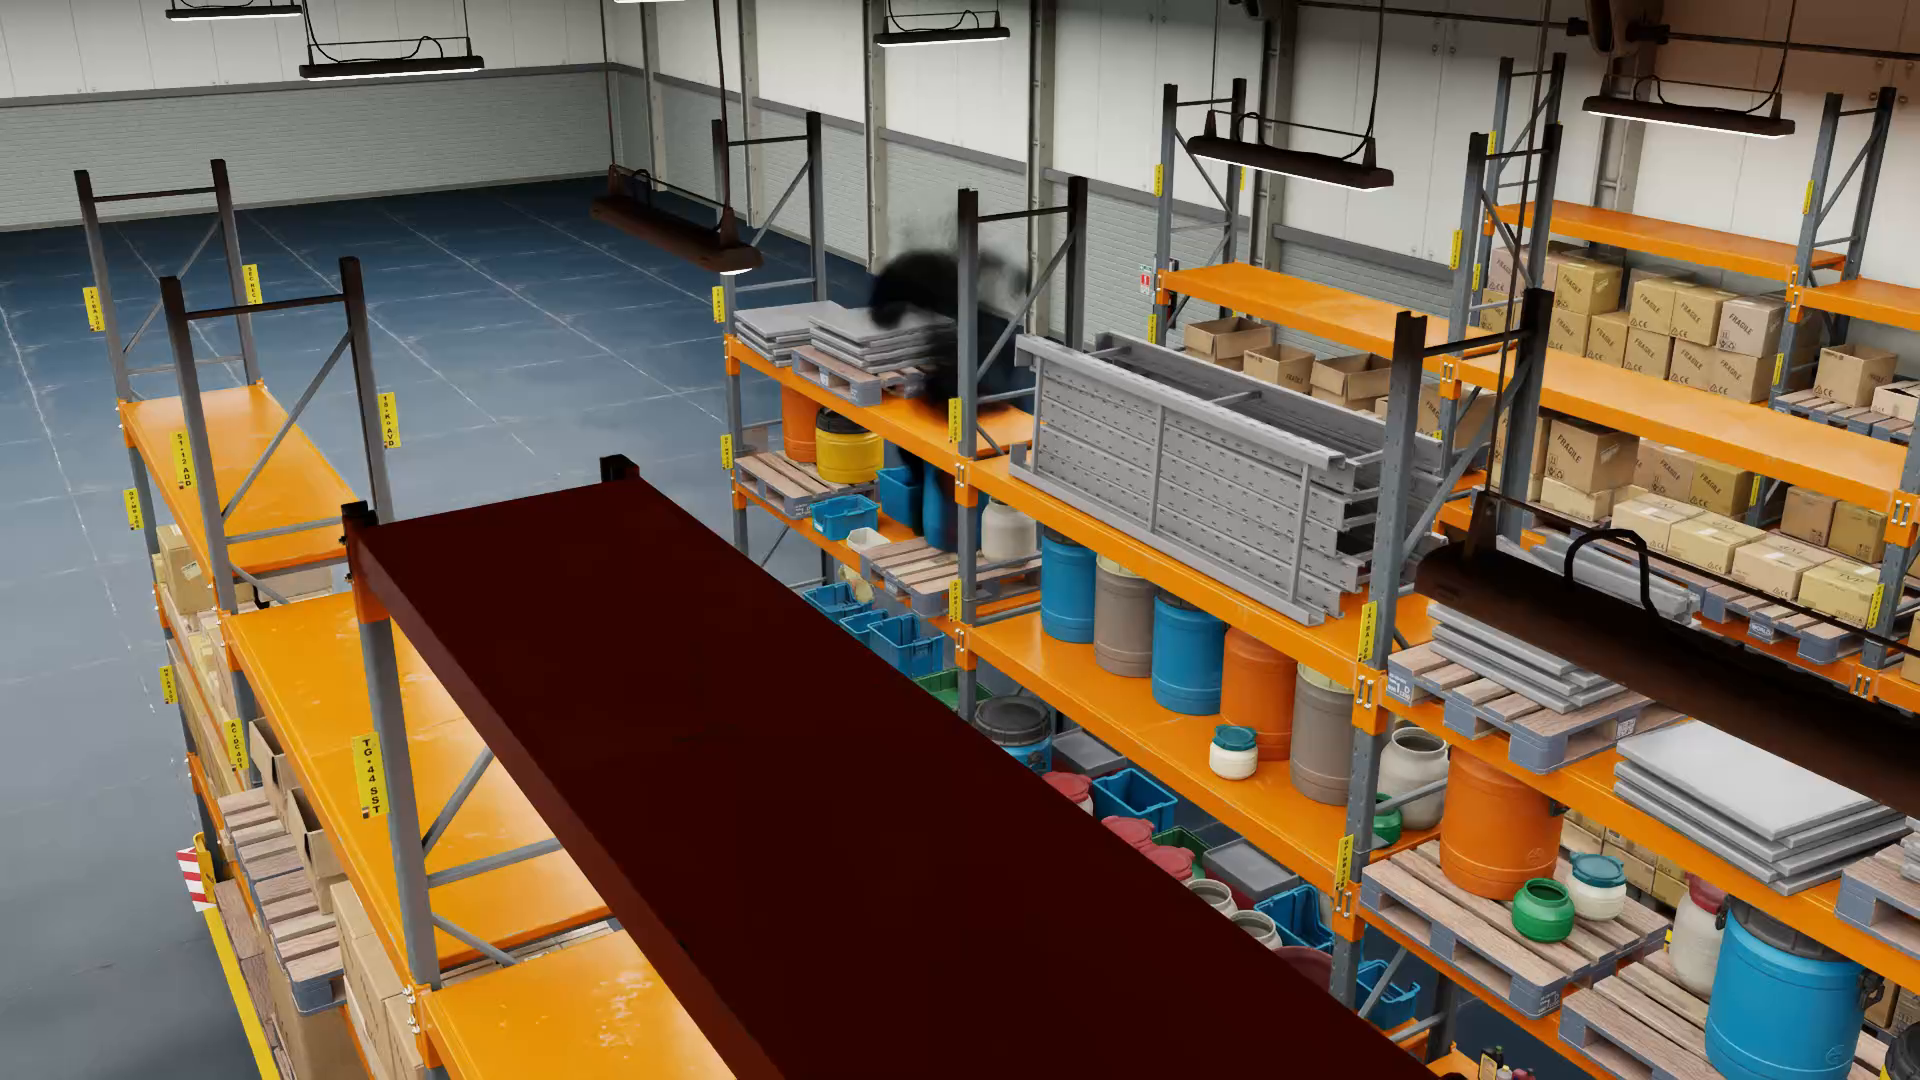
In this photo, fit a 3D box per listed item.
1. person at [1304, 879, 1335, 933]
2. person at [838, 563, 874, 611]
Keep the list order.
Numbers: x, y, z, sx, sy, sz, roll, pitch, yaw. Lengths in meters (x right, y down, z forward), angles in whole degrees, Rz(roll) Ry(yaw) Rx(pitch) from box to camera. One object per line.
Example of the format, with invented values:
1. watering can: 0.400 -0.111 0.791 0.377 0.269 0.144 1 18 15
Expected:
1. person: 2.729 2.412 13.040 0.643 1.836 0.777 -12 25 -27
2. person: -1.073 0.678 17.493 0.849 1.662 0.628 11 24 26
